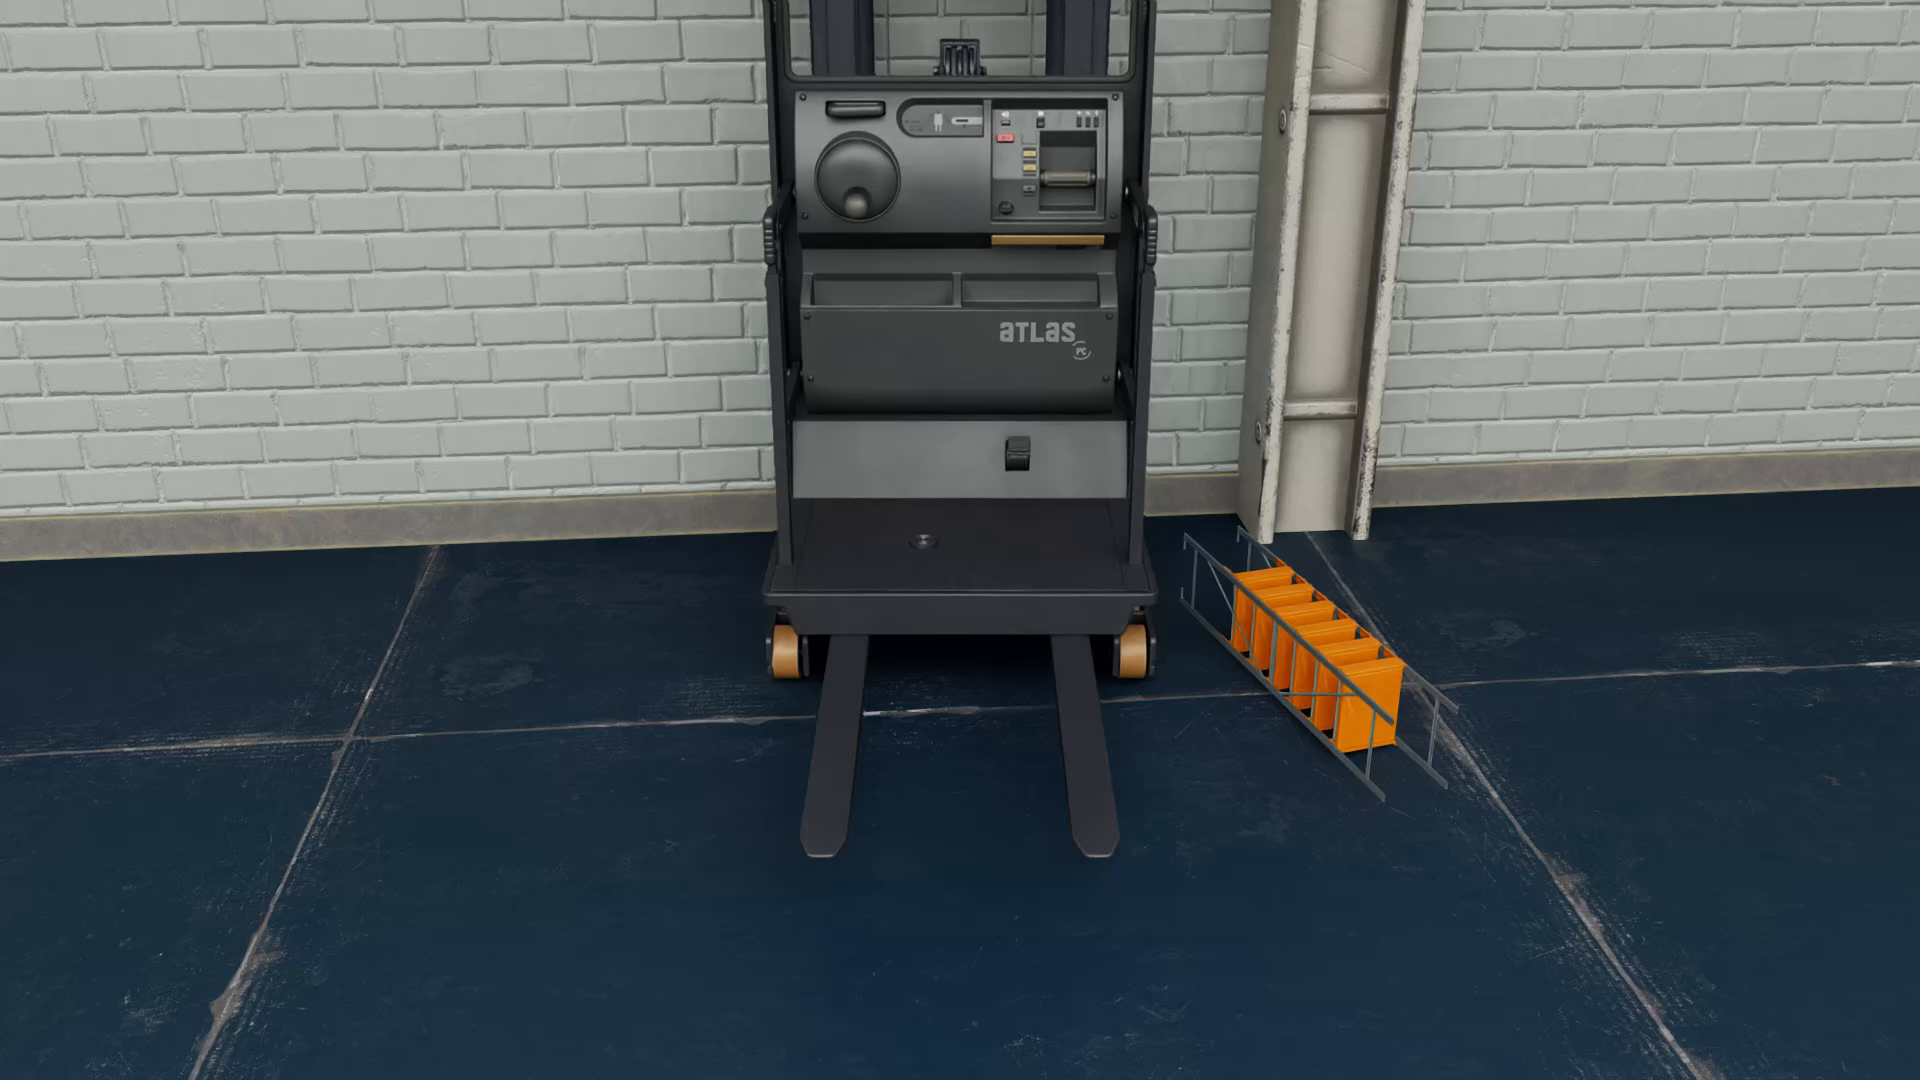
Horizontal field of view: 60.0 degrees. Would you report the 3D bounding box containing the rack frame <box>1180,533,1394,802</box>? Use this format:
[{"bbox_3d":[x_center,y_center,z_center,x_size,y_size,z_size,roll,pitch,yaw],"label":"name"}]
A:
[{"bbox_3d":[0.882,0.319,4.669,0.006,0.240,1.200,-8,25,-17],"label":"rack frame"}]

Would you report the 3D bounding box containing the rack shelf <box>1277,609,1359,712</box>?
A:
[{"bbox_3d":[0.992,0.337,4.630,0.180,0.258,0.103,-8,25,-17],"label":"rack shelf"}]

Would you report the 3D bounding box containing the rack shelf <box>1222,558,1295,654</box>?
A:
[{"bbox_3d":[0.880,0.198,4.942,0.180,0.258,0.103,-8,25,-17],"label":"rack shelf"}]

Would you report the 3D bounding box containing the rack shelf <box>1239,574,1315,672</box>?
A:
[{"bbox_3d":[0.918,0.244,4.838,0.180,0.258,0.103,-8,25,-17],"label":"rack shelf"}]

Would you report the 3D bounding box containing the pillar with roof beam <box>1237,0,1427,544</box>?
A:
[{"bbox_3d":[1.626,-2.429,0.135,0.400,9.000,9.100,-2,24,-5],"label":"pillar with roof beam"}]

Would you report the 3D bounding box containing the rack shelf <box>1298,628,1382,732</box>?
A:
[{"bbox_3d":[1.030,0.383,4.525,0.180,0.258,0.103,-8,25,-17],"label":"rack shelf"}]

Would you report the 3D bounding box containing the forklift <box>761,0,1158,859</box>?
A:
[{"bbox_3d":[0.000,-1.058,4.521,1.130,2.935,3.031,0,24,0],"label":"forklift"}]

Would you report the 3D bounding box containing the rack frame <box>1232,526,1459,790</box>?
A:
[{"bbox_3d":[1.056,0.296,4.721,0.006,0.240,1.200,-8,25,-17],"label":"rack frame"}]

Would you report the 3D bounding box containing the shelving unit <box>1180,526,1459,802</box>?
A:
[{"bbox_3d":[0.969,0.308,4.695,0.189,0.258,1.200,-8,25,-17],"label":"shelving unit"}]

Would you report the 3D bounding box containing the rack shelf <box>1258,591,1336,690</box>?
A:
[{"bbox_3d":[0.955,0.291,4.734,0.180,0.258,0.103,-8,25,-17],"label":"rack shelf"}]

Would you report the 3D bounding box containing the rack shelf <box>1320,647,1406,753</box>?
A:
[{"bbox_3d":[1.067,0.430,4.421,0.180,0.258,0.103,-8,25,-17],"label":"rack shelf"}]
